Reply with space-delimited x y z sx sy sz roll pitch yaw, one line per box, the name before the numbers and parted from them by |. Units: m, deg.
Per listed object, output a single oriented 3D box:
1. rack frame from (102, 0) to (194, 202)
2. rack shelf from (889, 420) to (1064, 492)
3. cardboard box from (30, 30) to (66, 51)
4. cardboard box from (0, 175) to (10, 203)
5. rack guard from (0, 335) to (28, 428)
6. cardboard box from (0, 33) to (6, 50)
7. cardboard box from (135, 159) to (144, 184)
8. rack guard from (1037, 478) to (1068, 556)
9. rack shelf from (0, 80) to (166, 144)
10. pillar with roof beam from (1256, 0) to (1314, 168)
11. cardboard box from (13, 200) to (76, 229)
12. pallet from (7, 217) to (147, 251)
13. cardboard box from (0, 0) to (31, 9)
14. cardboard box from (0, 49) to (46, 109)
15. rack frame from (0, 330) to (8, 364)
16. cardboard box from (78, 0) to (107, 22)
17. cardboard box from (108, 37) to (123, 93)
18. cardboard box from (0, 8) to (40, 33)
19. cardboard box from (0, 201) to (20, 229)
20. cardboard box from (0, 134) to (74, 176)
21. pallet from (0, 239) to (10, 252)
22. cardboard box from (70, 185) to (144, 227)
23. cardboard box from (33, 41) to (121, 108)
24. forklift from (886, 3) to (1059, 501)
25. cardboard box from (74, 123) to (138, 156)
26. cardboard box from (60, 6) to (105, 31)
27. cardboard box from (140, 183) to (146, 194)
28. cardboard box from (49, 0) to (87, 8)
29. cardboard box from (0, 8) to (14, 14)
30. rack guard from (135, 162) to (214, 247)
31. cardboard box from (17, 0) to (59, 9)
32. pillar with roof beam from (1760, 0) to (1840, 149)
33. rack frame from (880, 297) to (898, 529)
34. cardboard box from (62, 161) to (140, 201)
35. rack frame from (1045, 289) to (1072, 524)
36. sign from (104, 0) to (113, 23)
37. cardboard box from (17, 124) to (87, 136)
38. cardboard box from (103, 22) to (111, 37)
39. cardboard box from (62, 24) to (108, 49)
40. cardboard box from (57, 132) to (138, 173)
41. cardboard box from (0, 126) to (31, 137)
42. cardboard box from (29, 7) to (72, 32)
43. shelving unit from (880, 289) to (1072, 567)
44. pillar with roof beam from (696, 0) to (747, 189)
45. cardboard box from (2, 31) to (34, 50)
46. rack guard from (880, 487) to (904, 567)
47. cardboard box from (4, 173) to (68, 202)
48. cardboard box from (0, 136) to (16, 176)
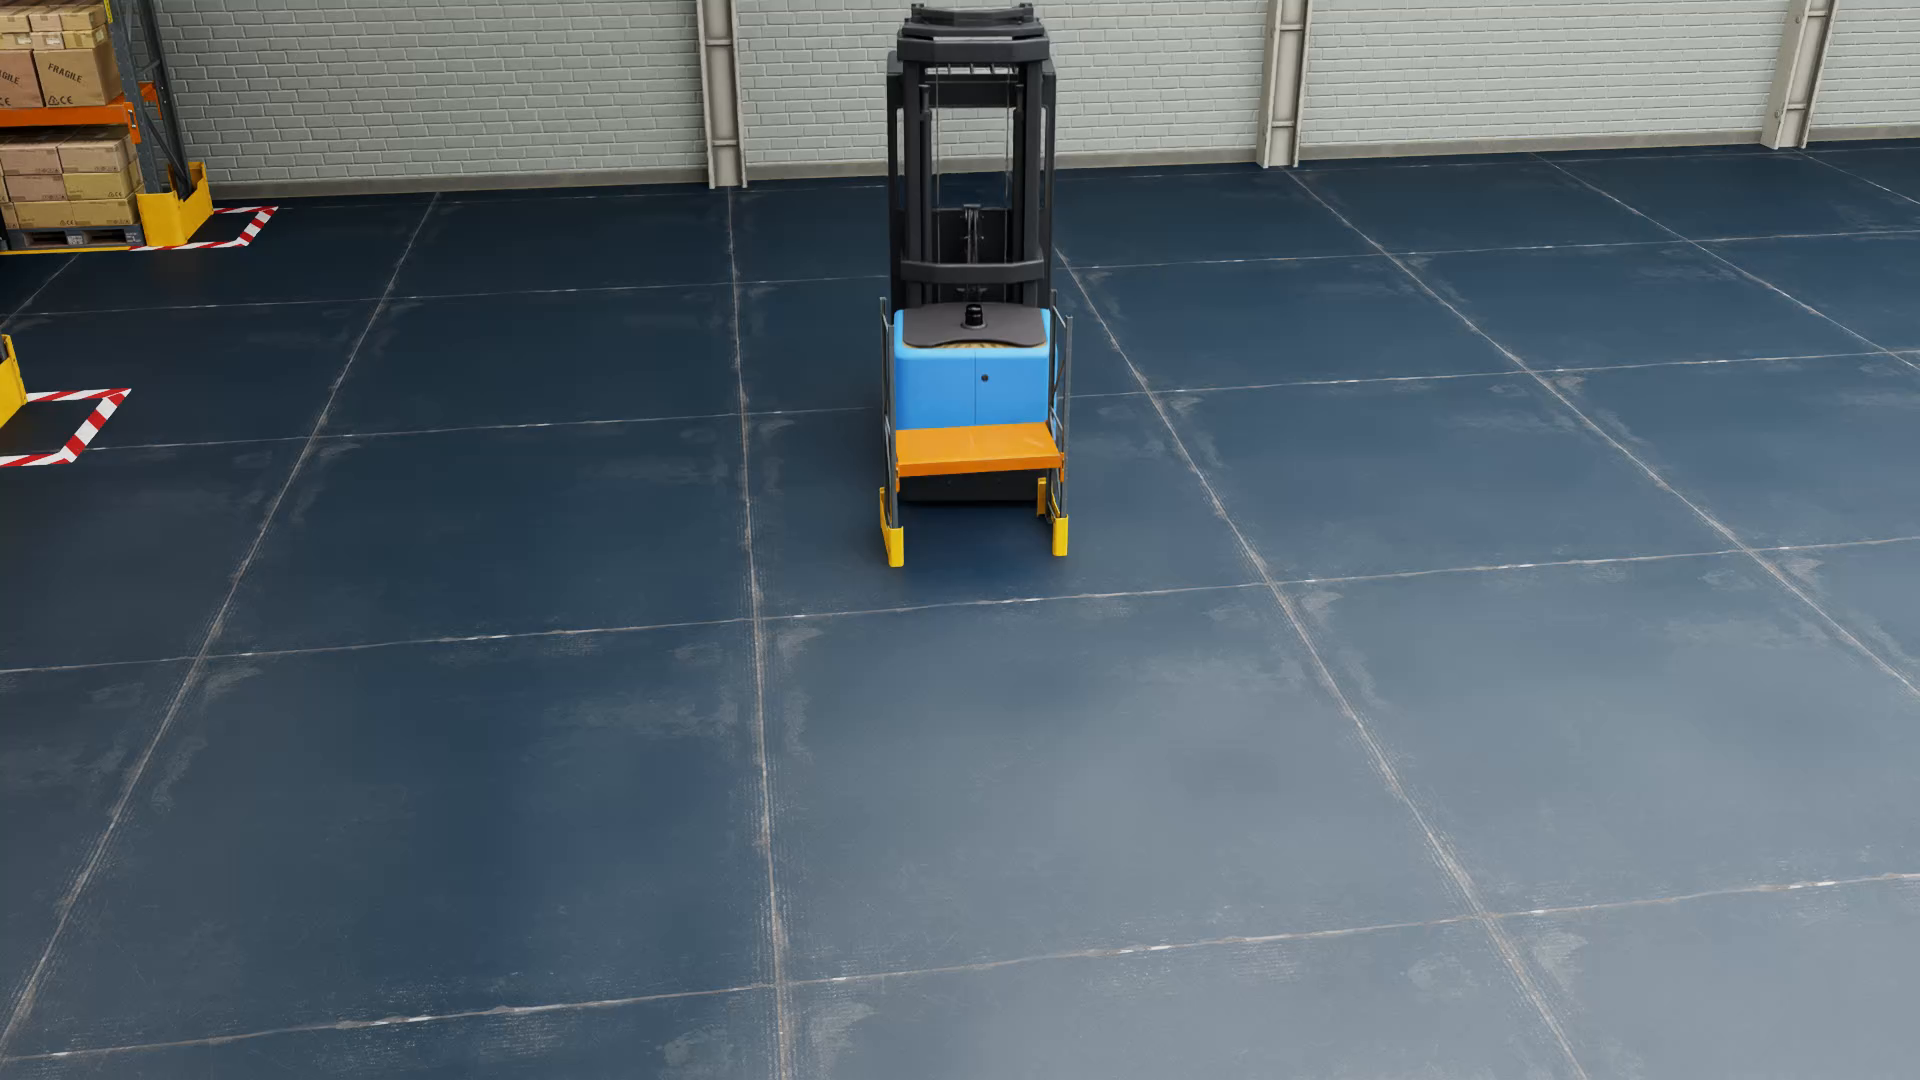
rack frame | -7.580 -4.355 15.451 0.127 3.000 1.000 -4 27 -7
rack shelf | 0.084 -0.513 10.000 1.000 0.185 0.538 -4 27 -7
cardboard box | -8.133 -4.509 14.932 0.250 0.149 0.380 -3 27 -6
cardboard box | -9.025 -3.299 15.398 0.500 0.250 0.500 -4 27 -8
rack guard | -6.960 -0.994 11.640 0.348 0.500 1.175 -4 27 -7
cardboard box | -8.645 -4.510 14.934 0.250 0.149 0.380 -4 27 -7
cardboard box | -8.074 -3.605 15.993 0.500 0.250 0.500 -3 27 -6
rack guard | 0.569 -0.148 10.264 0.087 0.250 0.587 -4 27 -7
rack shelf | -9.560 -3.907 15.367 4.000 0.370 1.077 -4 27 -7
pillar with roof beam | 4.088 -6.204 12.484 0.400 9.000 9.100 -4 27 -7
cardboard box | -8.495 -3.118 15.593 0.500 0.250 0.500 -4 27 -7
pallet | -8.331 -3.046 15.956 1.213 0.211 1.003 -4 27 -7
cardboard box | -8.713 -4.862 15.293 0.250 0.149 0.380 -4 27 -7
cardboard box | -8.546 -4.220 15.080 0.500 0.500 0.500 -3 27 -5
rack frame | -6.885 -2.111 11.078 0.127 3.000 1.000 -4 27 -7
cardboard box | -7.942 -4.895 15.359 0.250 0.149 0.380 -4 27 -8
cardboard box | -8.109 -4.493 15.612 0.500 0.500 0.500 -3 27 -5
cardboard box | -8.400 -4.643 14.868 0.250 0.149 0.380 -3 27 -6
cardboard box | -8.991 -3.090 15.539 0.500 0.250 0.500 -3 27 -7
cardboard box | -8.497 -3.558 15.354 0.500 0.250 0.500 -3 27 -6
pallet | -9.537 -2.970 15.808 1.213 0.211 1.003 -4 27 -7
cardboard box | -8.001 -3.145 15.646 0.500 0.250 0.500 -3 27 -7
cardboard box | -8.030 -4.249 15.136 0.500 0.500 0.500 -4 27 -8
forklift | 0.067 -2.181 11.291 1.130 2.935 3.031 -1 27 -1
cardboard box | -8.082 -3.818 15.862 0.500 0.250 0.500 -4 27 -8
cardboard box | -7.905 -4.702 14.982 0.250 0.149 0.380 -4 27 -7
cardboard box | -8.093 -3.375 16.094 0.500 0.250 0.500 -4 27 -7
cardboard box | -8.214 -4.907 15.381 0.250 0.149 0.380 -3 27 -5
cardboard box | -8.657 -4.661 14.903 0.250 0.149 0.380 -4 27 -7
rack guard | -7.556 -3.244 16.025 0.348 0.500 1.175 -4 27 -7
cardboard box | -8.465 -4.871 15.311 0.250 0.149 0.380 -3 27 -6
pillar with roof beam | 10.029 -6.586 13.228 0.400 9.000 9.100 -4 27 -7
rack frame | -0.419 -0.640 9.855 0.032 1.500 0.500 -4 27 -7
cardboard box | -8.018 -3.368 15.533 0.500 0.250 0.500 -4 27 -8
rack frame | 0.588 -0.705 9.981 0.032 1.500 0.500 -4 27 -7
sign | -7.518 -4.729 14.653 0.005 0.325 0.100 -4 27 -7
cardboard box | -8.576 -3.785 15.797 0.500 0.250 0.500 -4 27 -7
cardboard box | -7.952 -4.783 15.467 0.250 0.149 0.380 -4 27 -8
cardboard box | -7.884 -4.539 14.990 0.250 0.149 0.380 -3 27 -6
cardboard box | -7.992 -3.593 15.423 0.500 0.250 0.500 -3 27 -5
cardboard box | -9.073 -3.758 15.744 0.500 0.250 0.500 -4 27 -7
cardboard box | -8.145 -4.672 14.924 0.250 0.149 0.380 -4 27 -7
shelving unit | 0.075 -0.672 9.917 1.083 1.500 0.587 -4 27 -7
pillar with roof beam | -1.854 -5.822 11.740 0.400 9.000 9.100 -4 27 -7
cardboard box | -8.398 -4.521 14.954 0.250 0.149 0.380 -3 27 -6
rack guard | -0.418 -0.084 10.141 0.087 0.250 0.587 -4 27 -7
cardboard box | -8.516 -3.341 15.480 0.500 0.250 0.500 -4 27 -8
cardboard box | -8.995 -3.521 15.283 0.500 0.250 0.500 -3 27 -6
